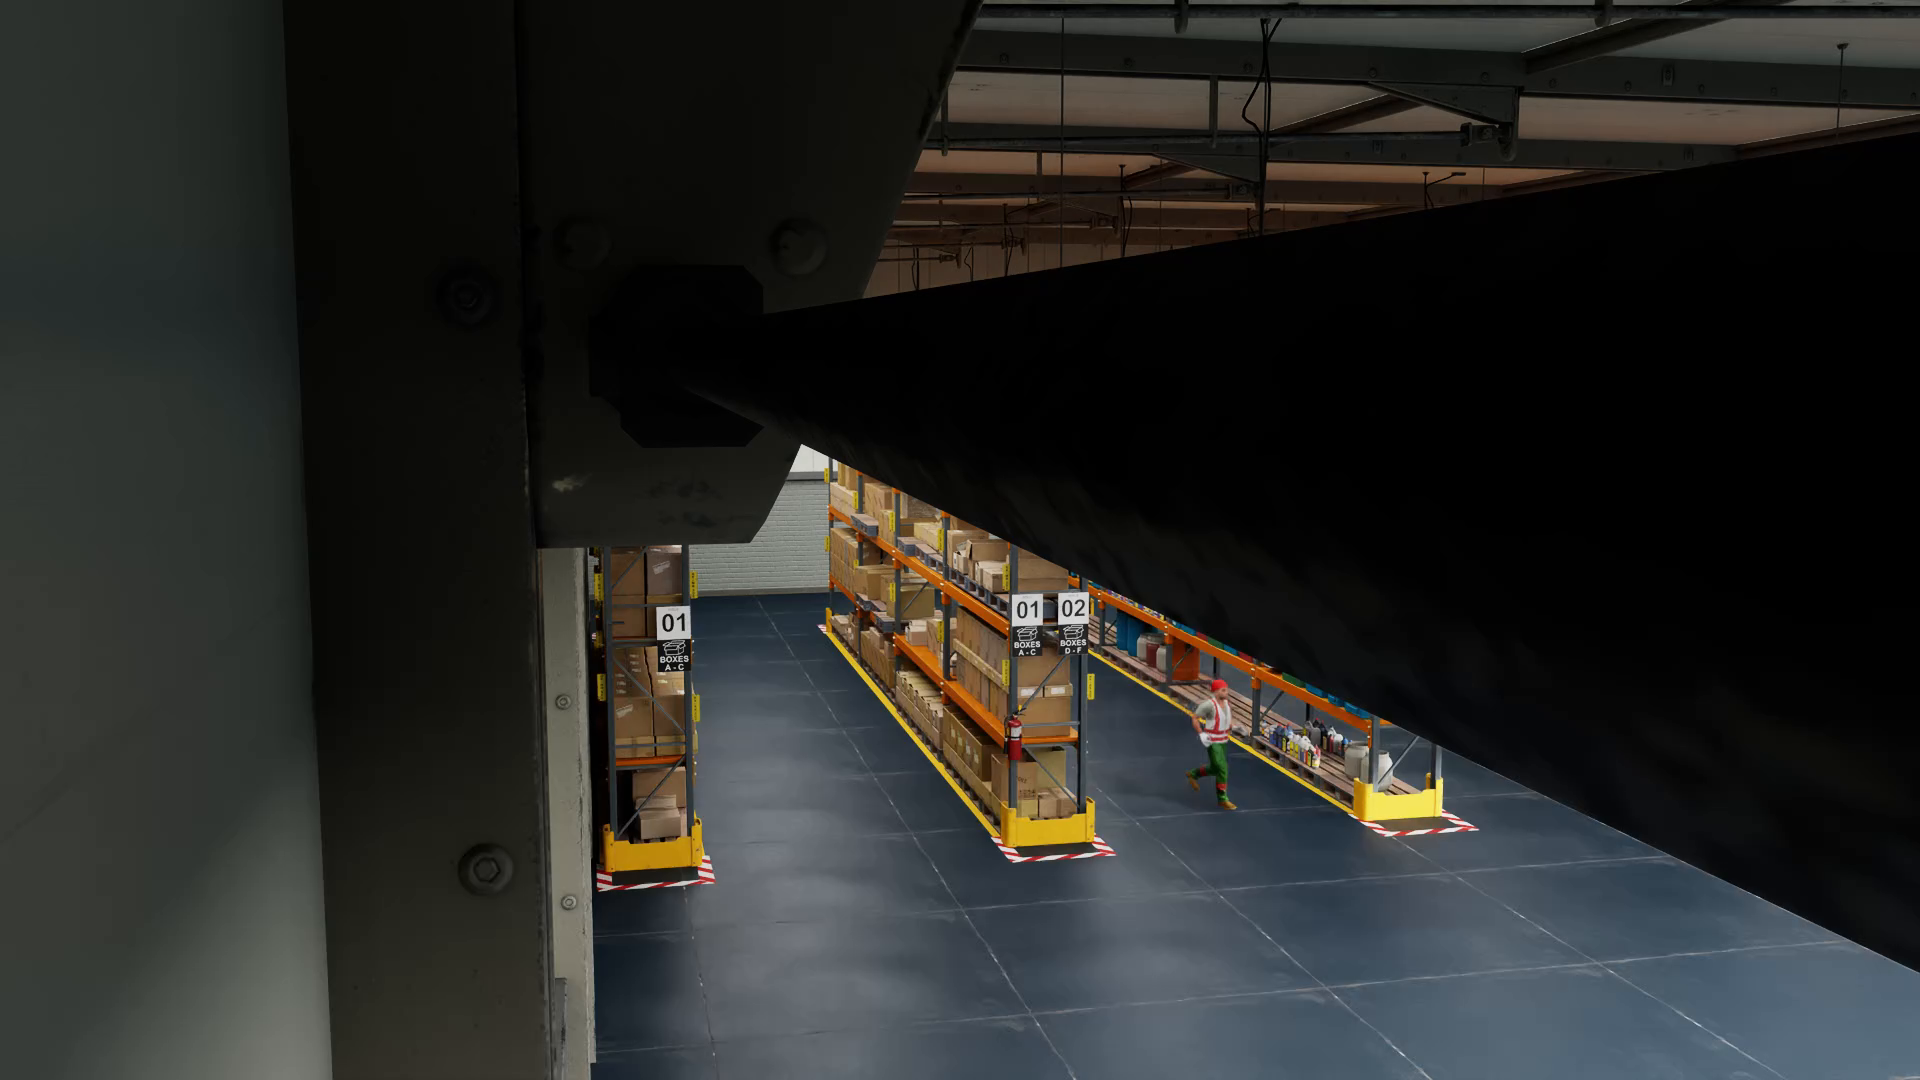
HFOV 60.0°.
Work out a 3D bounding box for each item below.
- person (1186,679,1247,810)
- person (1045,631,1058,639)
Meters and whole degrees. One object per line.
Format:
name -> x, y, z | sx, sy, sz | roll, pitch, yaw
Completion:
person -> 3.437, 2.759, 22.803 | 0.637, 1.766, 0.908 | -7, 9, -44
person -> 1.503, 1.950, 29.719 | 0.653, 1.731, 0.569 | -2, 7, -14
